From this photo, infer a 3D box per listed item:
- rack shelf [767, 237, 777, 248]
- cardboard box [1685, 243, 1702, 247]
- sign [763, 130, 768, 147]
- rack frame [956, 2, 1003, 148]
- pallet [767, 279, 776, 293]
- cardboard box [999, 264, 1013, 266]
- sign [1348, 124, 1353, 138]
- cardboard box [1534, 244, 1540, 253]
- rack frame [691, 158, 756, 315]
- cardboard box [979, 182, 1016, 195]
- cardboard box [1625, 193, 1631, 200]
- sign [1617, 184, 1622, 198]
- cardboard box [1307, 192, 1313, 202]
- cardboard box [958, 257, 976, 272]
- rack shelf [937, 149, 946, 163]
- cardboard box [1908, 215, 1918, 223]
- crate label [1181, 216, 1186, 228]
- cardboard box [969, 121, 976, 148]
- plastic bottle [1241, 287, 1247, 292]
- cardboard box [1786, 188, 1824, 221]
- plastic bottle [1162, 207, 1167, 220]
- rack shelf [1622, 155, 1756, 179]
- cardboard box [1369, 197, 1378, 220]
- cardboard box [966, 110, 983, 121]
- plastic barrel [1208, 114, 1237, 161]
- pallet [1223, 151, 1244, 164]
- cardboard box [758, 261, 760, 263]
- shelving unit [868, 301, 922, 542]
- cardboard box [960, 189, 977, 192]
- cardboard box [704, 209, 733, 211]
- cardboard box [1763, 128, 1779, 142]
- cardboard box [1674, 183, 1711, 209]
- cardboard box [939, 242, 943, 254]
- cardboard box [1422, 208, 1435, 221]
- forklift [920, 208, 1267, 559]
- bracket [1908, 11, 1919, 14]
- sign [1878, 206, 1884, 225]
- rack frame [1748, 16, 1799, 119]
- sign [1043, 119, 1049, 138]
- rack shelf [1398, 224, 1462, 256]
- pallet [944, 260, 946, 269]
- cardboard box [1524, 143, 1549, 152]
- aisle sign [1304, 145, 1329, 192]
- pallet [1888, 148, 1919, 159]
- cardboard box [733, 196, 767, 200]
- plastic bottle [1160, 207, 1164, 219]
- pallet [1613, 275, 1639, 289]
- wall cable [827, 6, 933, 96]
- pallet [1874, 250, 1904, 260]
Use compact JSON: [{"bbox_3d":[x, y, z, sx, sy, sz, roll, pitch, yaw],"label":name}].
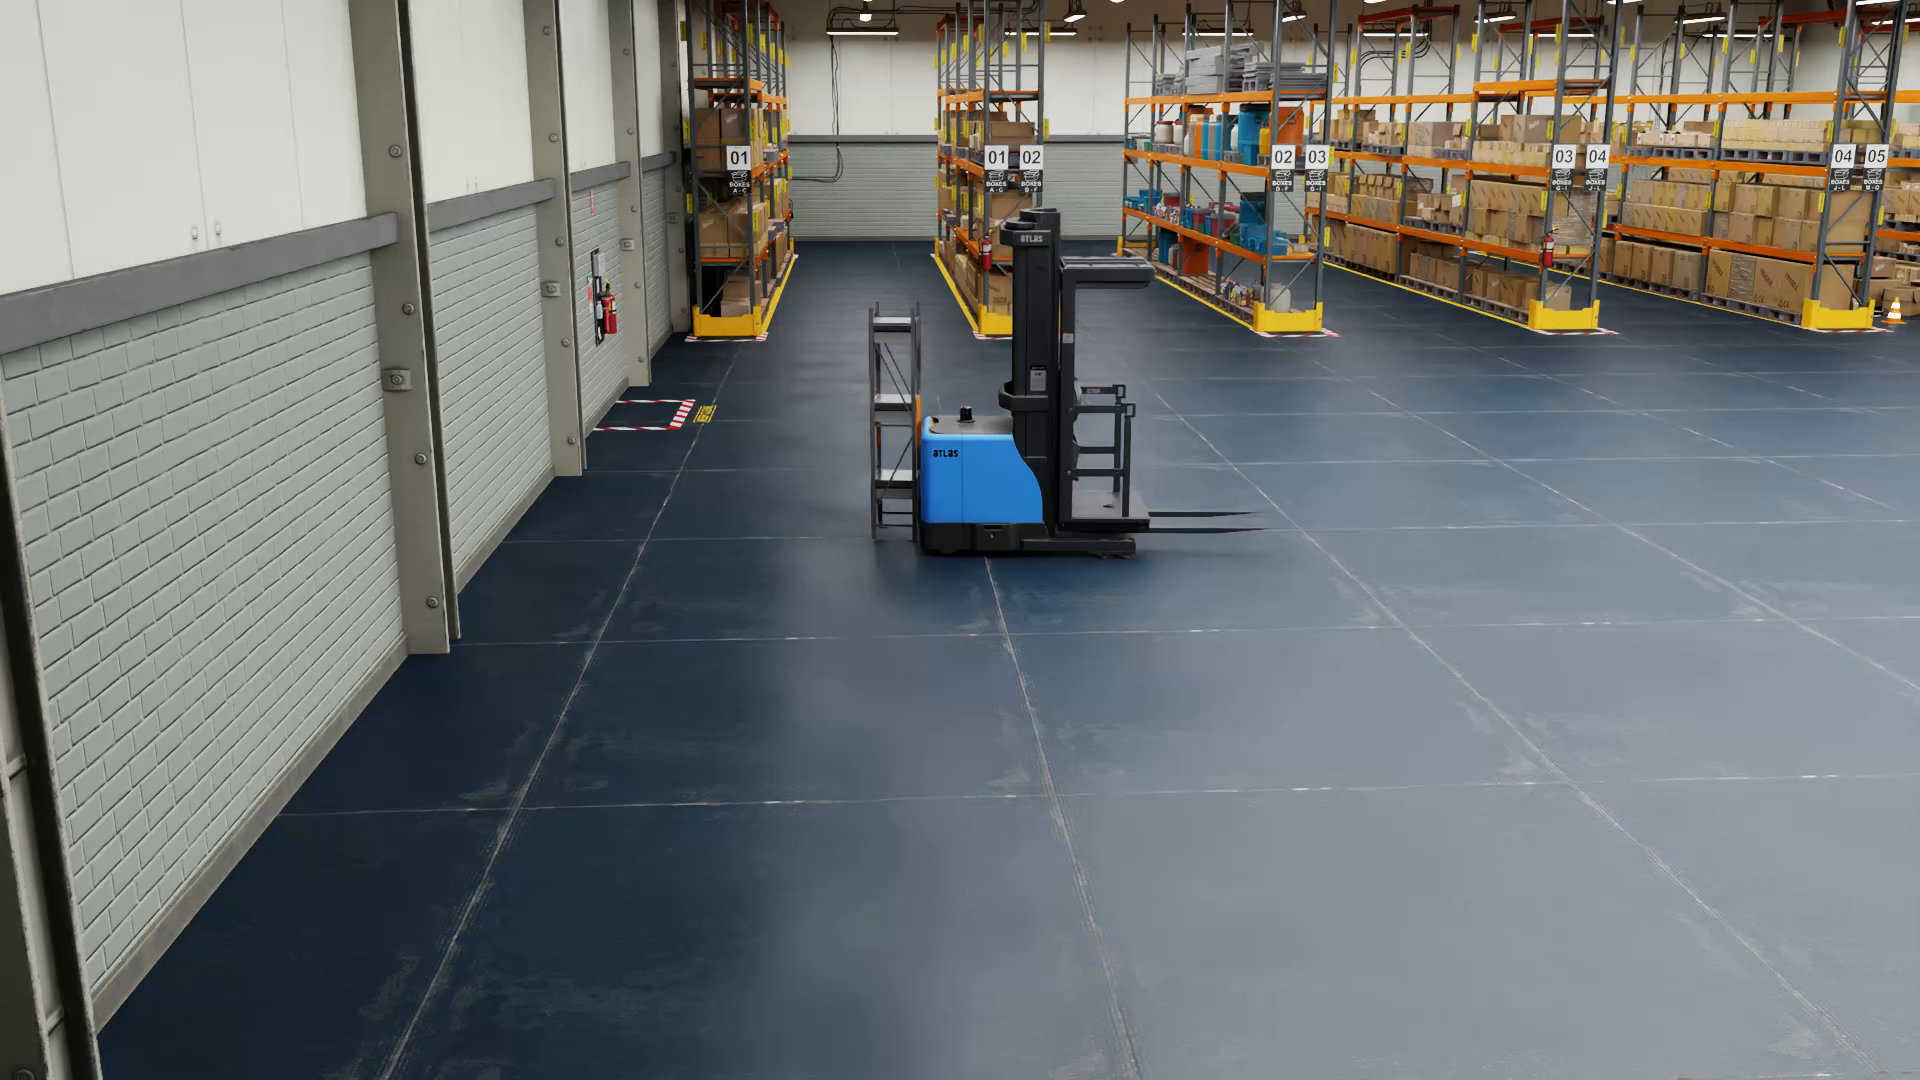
[{"bbox_3d":[-4.405,-6.150,34.351,1.077,0.370,4.000,-1,14,-3],"label":"rack shelf"},{"bbox_3d":[19.903,-7.940,44.165,0.875,0.438,0.875,0,14,-2],"label":"cardboard box"},{"bbox_3d":[-3.740,-7.714,31.930,0.100,0.325,0.005,-1,14,-3],"label":"sign"},{"bbox_3d":[0.415,-9.978,35.748,1.000,3.000,0.127,-1,14,-3],"label":"rack frame"},{"bbox_3d":[-4.482,-5.451,35.787,1.003,0.211,1.213,-1,14,-3],"label":"pallet"},{"bbox_3d":[0.964,-4.952,31.424,0.500,0.500,0.500,-1,14,-3],"label":"cardboard box"},{"bbox_3d":[9.501,-9.952,40.470,0.100,0.325,0.005,-1,14,-3],"label":"sign"},{"bbox_3d":[10.559,-5.243,29.890,0.380,0.149,0.250,-1,14,-3],"label":"cardboard box"},{"bbox_3d":[-4.034,-5.006,28.462,1.000,3.000,0.127,-1,14,-3],"label":"rack frame"},{"bbox_3d":[0.729,-6.519,31.538,0.700,0.500,0.500,-1,14,-4],"label":"cardboard box"},{"bbox_3d":[15.404,-7.831,37.909,0.380,0.149,0.250,-1,14,-5],"label":"cardboard box"},{"bbox_3d":[14.718,-7.788,37.110,0.100,0.325,0.005,-1,14,-3],"label":"sign"},{"bbox_3d":[9.567,-9.162,44.321,0.500,0.250,0.500,-1,14,-5],"label":"cardboard box"},{"bbox_3d":[0.224,-5.824,35.192,0.500,0.311,0.500,-1,14,-5],"label":"cardboard box"},{"bbox_3d":[0.043,-9.669,42.011,1.077,0.370,4.000,-1,14,-3],"label":"rack shelf"},{"bbox_3d":[20.083,-6.718,34.778,0.380,0.149,0.250,-1,14,-4],"label":"cardboard box"},{"bbox_3d":[5.011,-6.957,36.380,0.303,0.233,0.416,-1,14,-3],"label":"crate label"},{"bbox_3d":[0.431,-7.721,31.671,0.500,0.500,0.500,0,14,1],"label":"cardboard box"},{"bbox_3d":[5.427,-4.696,31.842,0.152,0.276,0.135,-1,14,-3],"label":"plastic bottle"},{"bbox_3d":[15.644,-6.110,30.288,0.875,0.550,0.550,-1,14,-3],"label":"cardboard box"},{"bbox_3d":[4.831,-7.674,39.082,0.152,0.276,0.135,-1,14,-3],"label":"plastic bottle"},{"bbox_3d":[15.383,-7.883,35.069,1.077,0.370,4.000,-1,14,-3],"label":"rack shelf"},{"bbox_3d":[9.933,-7.772,39.012,0.500,0.500,0.500,-1,14,-2],"label":"cardboard box"},{"bbox_3d":[0.394,-9.167,36.407,0.500,0.500,0.500,-1,14,-3],"label":"cardboard box"},{"bbox_3d":[5.318,-8.135,33.597,0.600,0.901,0.600,0,14,0],"label":"plastic barrel"},{"bbox_3d":[5.749,-7.337,31.881,1.213,0.211,1.003,-1,14,-3],"label":"pallet"},{"bbox_3d":[-4.423,-5.912,34.614,0.500,0.250,0.500,-1,14,-4],"label":"cardboard box"},{"bbox_3d":[-0.574,-1.065,14.952,0.431,2.100,0.503,1,14,4],"label":"shelving unit"},{"bbox_3d":[0.338,-7.881,38.593,0.700,0.500,0.500,-5,15,-18],"label":"cardboard box"},{"bbox_3d":[-4.333,-5.674,29.814,0.500,0.500,0.500,-1,14,-5],"label":"cardboard box"},{"bbox_3d":[15.354,-7.555,31.009,0.500,0.250,0.500,-1,14,-3],"label":"cardboard box"},{"bbox_3d":[15.405,-7.191,34.748,0.700,0.500,0.500,-1,14,-3],"label":"cardboard box"},{"bbox_3d":[-0.268,-7.556,43.007,0.500,0.250,0.500,-1,14,-3],"label":"cardboard box"},{"bbox_3d":[10.177,-6.935,35.419,0.500,0.250,0.500,-1,14,-5],"label":"cardboard box"},{"bbox_3d":[1.170,-1.393,14.559,3.031,2.935,1.130,0,14,1],"label":"forklift"},{"bbox_3d":[25.216,-14.024,44.250,0.076,0.066,4.783,-1,14,-3],"label":"bracket"},{"bbox_3d":[16.309,-5.751,29.463,0.100,0.325,0.005,-1,14,-3],"label":"sign"},{"bbox_3d":[19.945,-11.278,40.800,1.000,3.000,0.127,-1,14,-3],"label":"rack frame"},{"bbox_3d":[1.465,-7.005,28.298,0.100,0.325,0.005,-1,14,-3],"label":"sign"},{"bbox_3d":[10.426,-6.379,35.243,1.077,0.370,4.000,-1,14,-3],"label":"rack shelf"},{"bbox_3d":[0.125,-6.888,41.374,1.003,0.211,1.213,-1,14,-3],"label":"pallet"},{"bbox_3d":[10.405,-7.068,29.956,0.380,0.149,0.250,-1,14,-3],"label":"cardboard box"},{"bbox_3d":[6.151,-6.404,28.681,0.394,0.787,0.004,-1,14,-3],"label":"aisle sign"},{"bbox_3d":[20.442,-8.158,35.070,1.213,0.211,1.003,-1,14,-3],"label":"pallet"},{"bbox_3d":[-4.428,-7.002,35.135,0.700,0.500,0.500,-2,15,-9],"label":"cardboard box"},{"bbox_3d":[4.817,-7.732,39.306,0.152,0.276,0.135,-1,14,-3],"label":"plastic bottle"},{"bbox_3d":[15.233,-5.729,36.867,1.003,0.211,1.213,-1,14,-3],"label":"pallet"},{"bbox_3d":[-2.318,-14.286,48.589,3.097,2.526,0.112,-1,14,-3],"label":"wall cable"},{"bbox_3d":[24.779,-7.575,44.042,1.003,0.211,1.213,-1,14,-3],"label":"pallet"}]
